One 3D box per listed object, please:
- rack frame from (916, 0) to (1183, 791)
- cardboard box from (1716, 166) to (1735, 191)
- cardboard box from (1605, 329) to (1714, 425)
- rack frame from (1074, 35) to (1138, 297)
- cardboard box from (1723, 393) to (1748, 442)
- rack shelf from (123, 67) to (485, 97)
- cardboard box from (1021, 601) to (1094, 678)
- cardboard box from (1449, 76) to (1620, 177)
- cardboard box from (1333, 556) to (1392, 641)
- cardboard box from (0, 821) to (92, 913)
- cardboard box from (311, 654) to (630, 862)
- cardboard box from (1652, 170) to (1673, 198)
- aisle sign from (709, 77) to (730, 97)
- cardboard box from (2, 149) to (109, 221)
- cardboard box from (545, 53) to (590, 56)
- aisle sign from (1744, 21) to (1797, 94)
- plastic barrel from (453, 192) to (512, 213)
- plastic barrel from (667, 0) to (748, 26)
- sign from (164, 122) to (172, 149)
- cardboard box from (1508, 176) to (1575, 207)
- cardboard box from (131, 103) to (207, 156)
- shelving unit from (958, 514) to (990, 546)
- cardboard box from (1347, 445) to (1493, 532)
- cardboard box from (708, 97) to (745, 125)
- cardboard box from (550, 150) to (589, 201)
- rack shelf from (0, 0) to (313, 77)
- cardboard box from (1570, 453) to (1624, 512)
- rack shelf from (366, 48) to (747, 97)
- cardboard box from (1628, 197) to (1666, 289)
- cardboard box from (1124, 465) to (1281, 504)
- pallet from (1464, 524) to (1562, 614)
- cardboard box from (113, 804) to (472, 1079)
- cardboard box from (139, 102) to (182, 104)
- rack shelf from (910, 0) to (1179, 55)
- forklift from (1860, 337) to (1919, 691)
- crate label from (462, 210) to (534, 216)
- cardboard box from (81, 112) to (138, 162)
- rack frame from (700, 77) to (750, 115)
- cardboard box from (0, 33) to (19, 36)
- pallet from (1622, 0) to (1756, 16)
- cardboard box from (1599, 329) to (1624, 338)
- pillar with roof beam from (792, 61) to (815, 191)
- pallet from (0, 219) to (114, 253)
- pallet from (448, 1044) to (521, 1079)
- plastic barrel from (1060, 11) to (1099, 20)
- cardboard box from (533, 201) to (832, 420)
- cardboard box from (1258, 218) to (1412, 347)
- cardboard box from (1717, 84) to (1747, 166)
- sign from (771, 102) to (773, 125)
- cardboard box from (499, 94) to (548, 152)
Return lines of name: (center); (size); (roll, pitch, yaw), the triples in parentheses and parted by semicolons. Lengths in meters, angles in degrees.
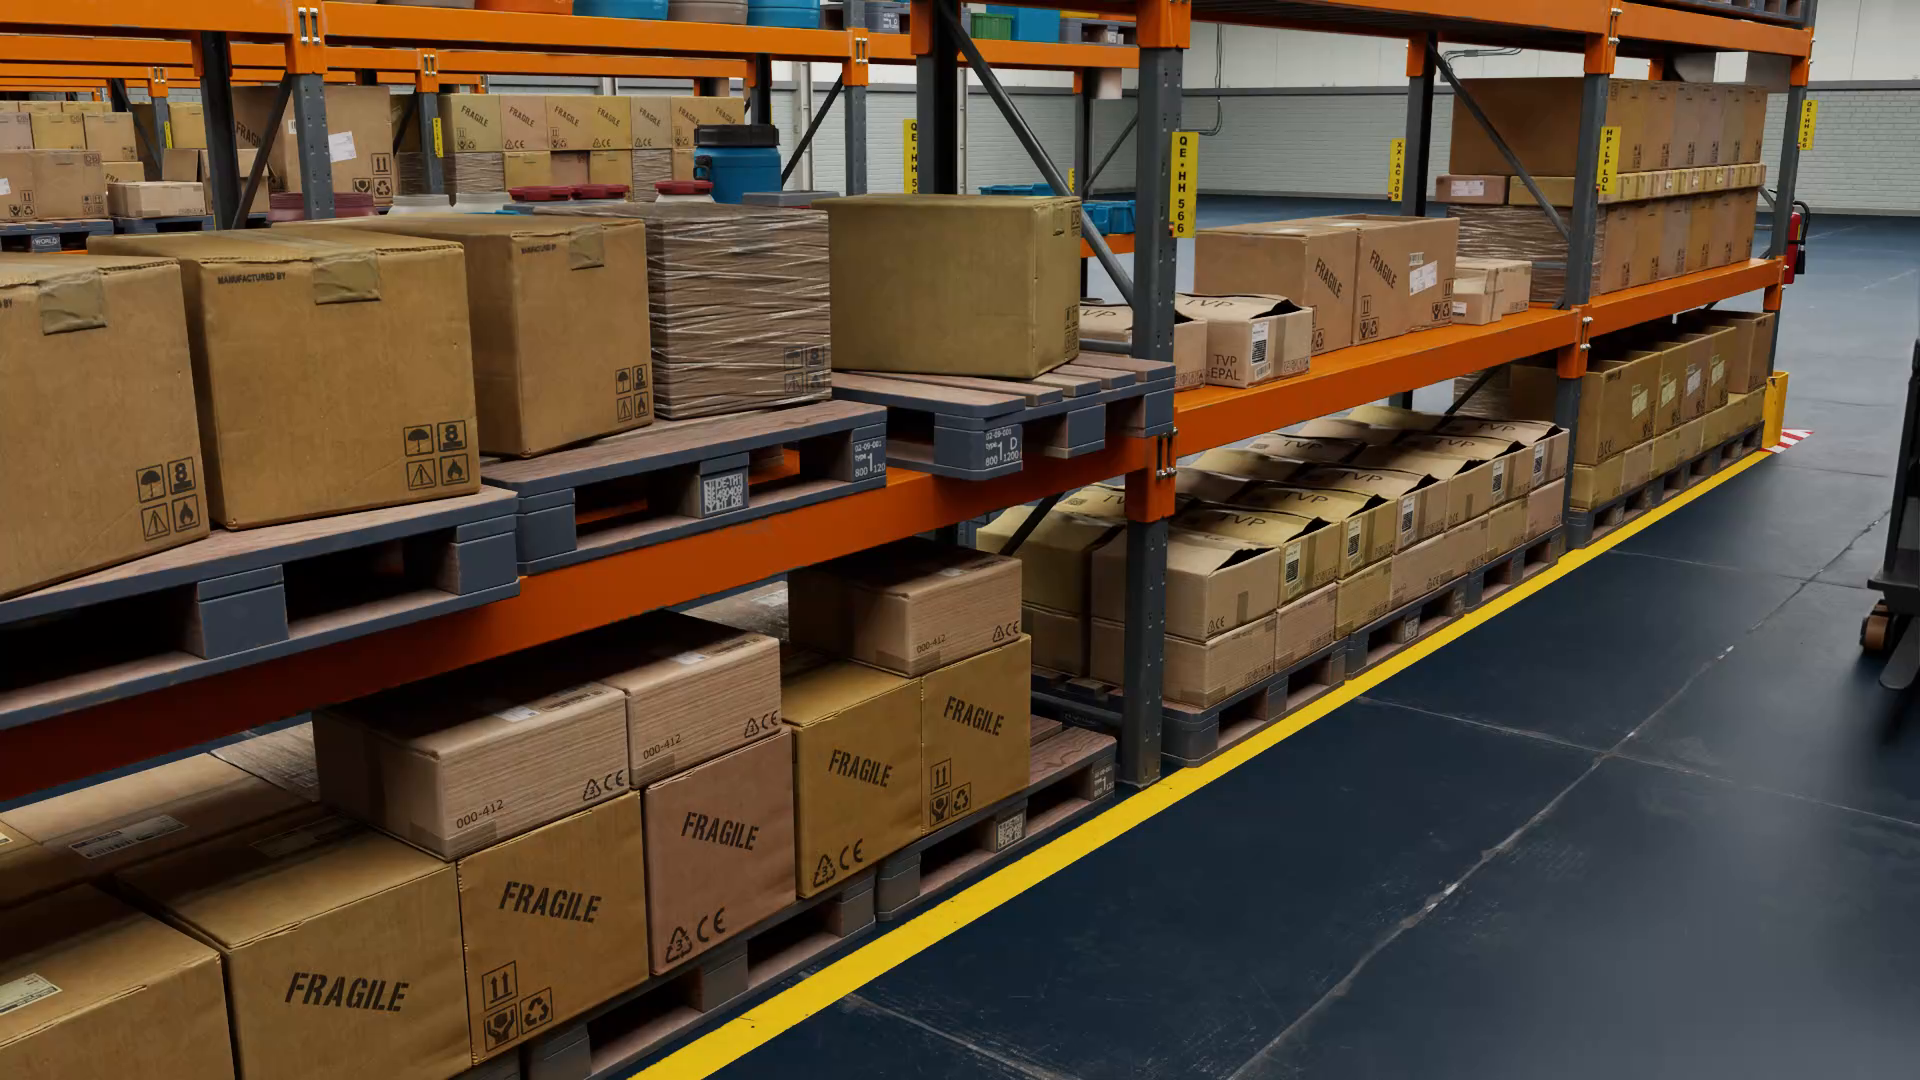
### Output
rack frame: (0.274, -0.678, 5.700); (1.000, 3.000, 0.127); (11, 18, 38)
cardboard box: (4.726, -2.323, 10.656); (0.380, 0.149, 0.250); (12, 18, 38)
cardboard box: (4.264, -1.007, 10.201); (0.500, 0.500, 0.500); (11, 18, 38)
rack frame: (1.451, -2.978, 14.752); (1.000, 3.000, 0.127); (11, 18, 38)
cardboard box: (4.890, -0.835, 11.050); (0.500, 0.250, 0.500); (11, 18, 38)
rack shelf: (-7.452, -5.253, 19.078); (1.077, 0.370, 4.000); (11, 18, 38)
cardboard box: (0.415, 0.312, 6.532); (0.500, 0.250, 0.500); (12, 18, 39)
cardboard box: (3.062, -2.207, 8.882); (0.700, 0.500, 0.500); (11, 18, 38)
cardboard box: (1.469, 0.199, 6.978); (0.500, 0.250, 0.500); (11, 18, 36)
cardboard box: (-2.153, 0.947, 3.485); (0.500, 0.500, 0.500); (11, 18, 37)
cardboard box: (-1.118, 0.476, 3.816); (0.500, 0.250, 0.500); (11, 18, 38)
cardboard box: (3.914, -2.076, 9.682); (0.380, 0.149, 0.250); (11, 18, 36)
aisle sign: (-2.595, -5.062, 17.678); (0.394, 0.787, 0.004); (11, 18, 38)
cardboard box: (-6.848, -2.696, 12.587); (0.500, 0.500, 0.700); (-13, 19, -41)
cardboard box: (-3.784, -4.601, 15.356); (0.500, 0.250, 0.500); (10, 18, 35)
aisle sign: (5.572, -3.437, 11.282); (0.394, 0.787, 0.004); (11, 18, 38)
plastic barrel: (-2.831, -1.810, 9.930); (0.421, 0.512, 0.421); (0, 14, 0)
plastic barrel: (-1.624, -3.652, 10.296); (0.600, 0.901, 0.600); (0, 14, 0)
sign: (-8.281, -4.206, 17.395); (0.100, 0.325, 0.005); (11, 18, 38)
cardboard box: (3.107, -1.829, 8.708); (0.380, 0.149, 0.250); (11, 18, 37)
cardboard box: (-8.451, -4.426, 17.957); (0.875, 0.550, 0.550); (11, 18, 38)
shelving unit: (0.009, -0.584, 8.986); (0.258, 1.200, 0.189); (11, 18, 38)
cardboard box: (2.119, -0.269, 7.683); (0.500, 0.311, 0.500); (11, 18, 37)
cardboard box: (-2.554, -4.278, 17.031); (0.500, 0.500, 0.500); (11, 18, 38)
cardboard box: (-4.007, -3.449, 15.800); (0.875, 0.500, 0.500); (11, 18, 38)
rack shelf: (-4.834, -2.168, 6.932); (1.077, 0.370, 4.000); (11, 18, 38)
cardboard box: (3.315, -0.357, 9.168); (0.500, 0.250, 0.500); (11, 18, 38)
rack shelf: (-3.658, -4.466, 15.980); (1.077, 0.370, 4.000); (11, 18, 38)
cardboard box: (3.707, -1.776, 9.819); (0.700, 0.500, 0.500); (12, 18, 38)
cardboard box: (1.052, -0.156, 7.238); (0.500, 0.311, 0.500); (11, 18, 37)
pallet: (2.355, 0.054, 8.480); (1.003, 0.211, 1.213); (11, 18, 38)
cardboard box: (-1.420, 0.927, 3.564); (0.500, 0.500, 0.500); (12, 18, 38)
cardboard box: (-10.825, -5.614, 22.291); (0.700, 0.500, 0.500); (11, 18, 37)
rack shelf: (-0.983, -1.400, 3.912); (1.077, 0.370, 4.000); (11, 18, 38)
forklift: (4.543, -0.922, 6.800); (1.130, 2.935, 3.031); (10, 17, 34)
crate label: (-2.742, -1.611, 9.301); (0.502, 0.435, 0.616); (11, 18, 38)
cardboard box: (-9.017, -4.202, 17.338); (0.700, 0.500, 0.500); (11, 18, 37)
rack frame: (-2.401, -3.744, 17.769); (1.000, 3.000, 0.127); (11, 18, 38)
cardboard box: (-6.936, -3.644, 11.586); (0.500, 0.250, 0.500); (12, 18, 39)
pallet: (4.071, -3.255, 9.932); (1.003, 0.211, 1.213); (11, 18, 38)
cardboard box: (3.847, -1.089, 10.528); (0.500, 0.500, 0.500); (11, 18, 38)
pillar with roof beam: (-0.449, -11.740, 37.059); (9.100, 9.000, 0.400); (11, 18, 38)
pallet: (-7.064, -2.272, 12.364); (1.213, 0.211, 1.003); (11, 18, 38)
pallet: (-1.758, 1.278, 3.665); (1.003, 0.211, 1.213); (11, 18, 38)
plastic barrel: (0.834, -4.488, 13.371); (0.600, 0.588, 0.600); (0, 14, 0)
cardboard box: (-0.758, -0.647, 4.520); (0.500, 0.500, 0.700); (-12, 18, -39)
cardboard box: (1.647, -1.151, 7.360); (0.500, 0.500, 0.500); (11, 18, 38)
cardboard box: (4.639, -2.688, 10.775); (0.700, 0.500, 0.500); (11, 18, 36)
sign: (-1.982, -4.369, 17.234); (0.100, 0.325, 0.005); (11, 18, 38)
cardboard box: (-4.121, -3.798, 15.143); (0.500, 0.500, 0.500); (11, 18, 38)
